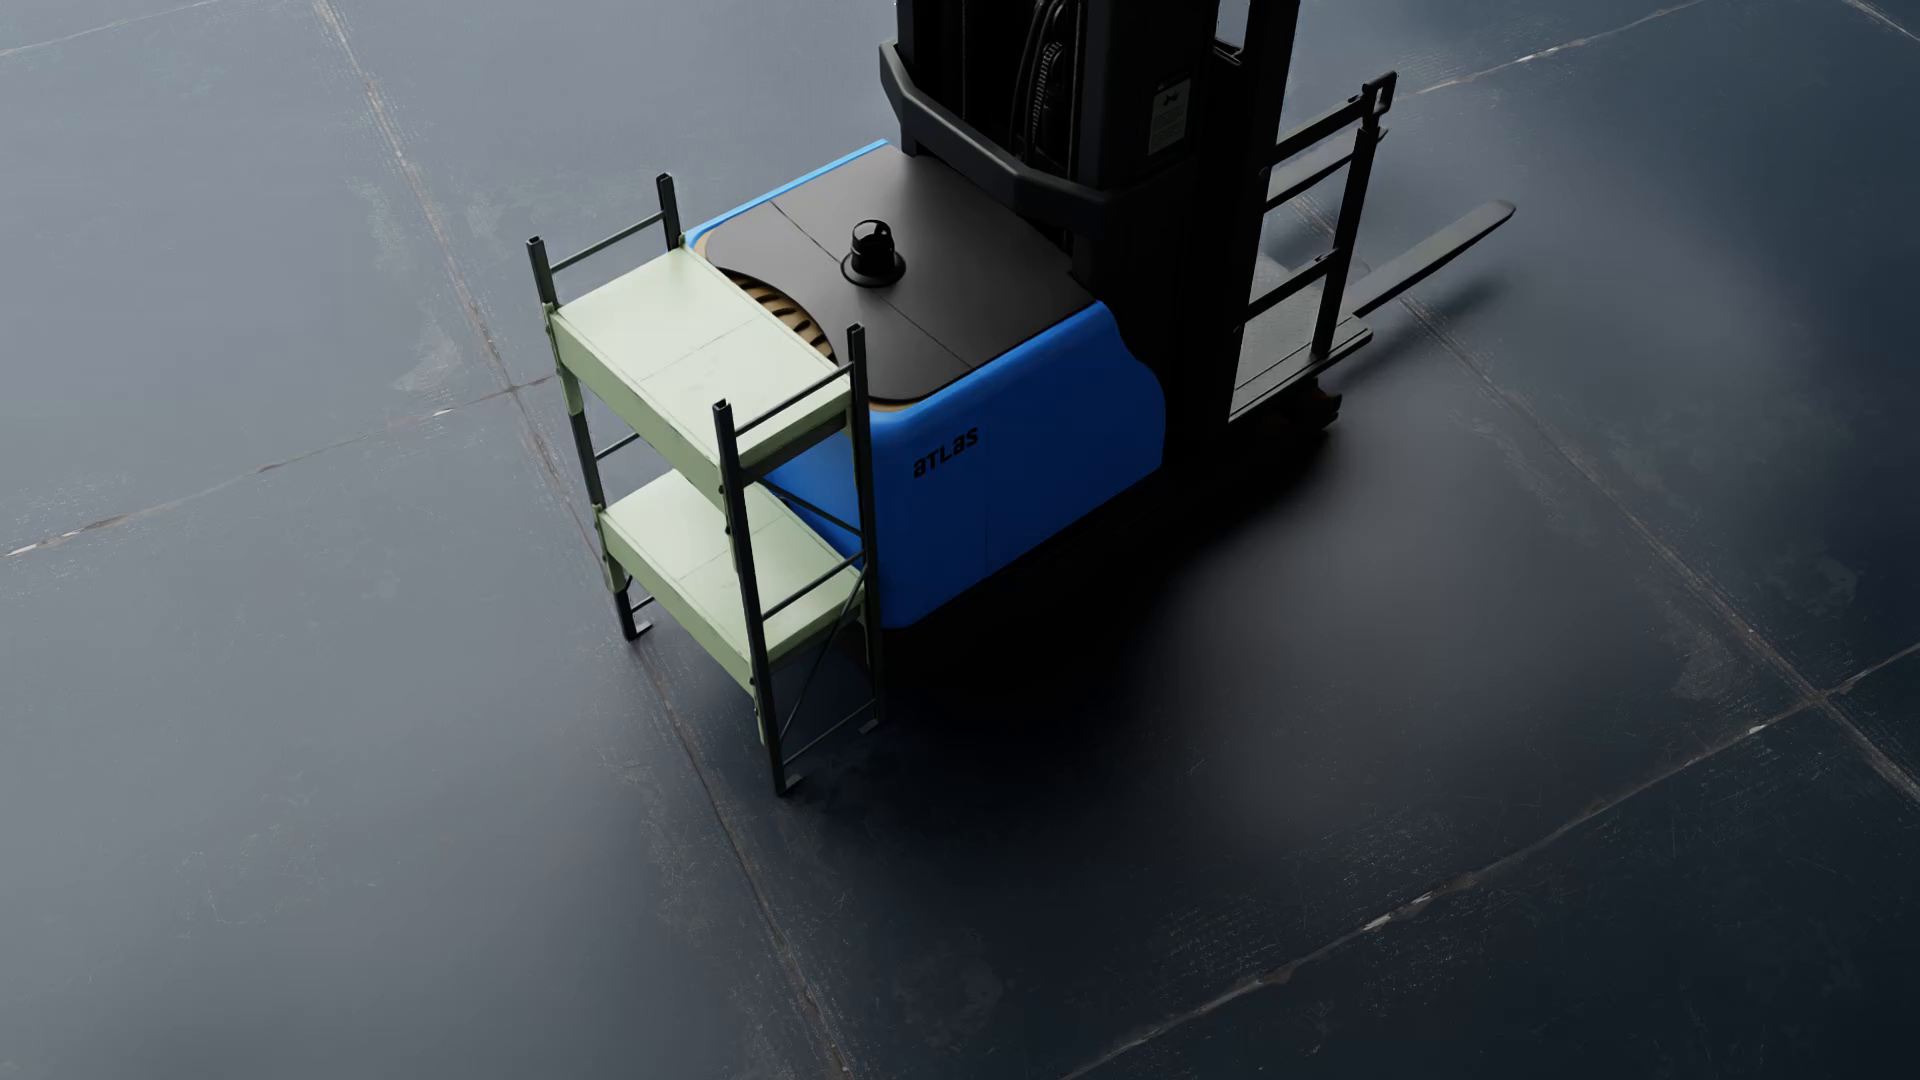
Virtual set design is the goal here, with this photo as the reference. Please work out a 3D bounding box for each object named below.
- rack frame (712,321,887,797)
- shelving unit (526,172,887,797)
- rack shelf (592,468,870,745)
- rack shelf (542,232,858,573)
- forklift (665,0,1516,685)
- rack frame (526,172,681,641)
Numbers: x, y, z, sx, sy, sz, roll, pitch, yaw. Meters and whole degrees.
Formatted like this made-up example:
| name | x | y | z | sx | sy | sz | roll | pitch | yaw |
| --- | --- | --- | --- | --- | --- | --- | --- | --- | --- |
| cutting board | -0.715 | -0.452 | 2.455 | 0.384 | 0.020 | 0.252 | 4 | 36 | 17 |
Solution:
| name | x | y | z | sx | sy | sz | roll | pitch | yaw |
| --- | --- | --- | --- | --- | --- | --- | --- | --- | --- |
| rack frame | -0.367 | 0.116 | 4.152 | 0.400 | 1.500 | 0.023 | -34 | 57 | -26 |
| shelving unit | -0.610 | -0.090 | 4.332 | 0.431 | 1.500 | 0.755 | -34 | 57 | -26 |
| rack shelf | -0.610 | 0.124 | 4.578 | 0.431 | 0.370 | 0.720 | -34 | 57 | -26 |
| rack shelf | -0.611 | -0.347 | 4.039 | 0.431 | 0.370 | 0.720 | -34 | 57 | -26 |
| forklift | 0.632 | -1.495 | 4.610 | 3.031 | 2.935 | 1.130 | -32 | 56 | -25 |
| rack frame | -0.854 | -0.296 | 4.512 | 0.400 | 1.500 | 0.023 | -34 | 57 | -26 |
